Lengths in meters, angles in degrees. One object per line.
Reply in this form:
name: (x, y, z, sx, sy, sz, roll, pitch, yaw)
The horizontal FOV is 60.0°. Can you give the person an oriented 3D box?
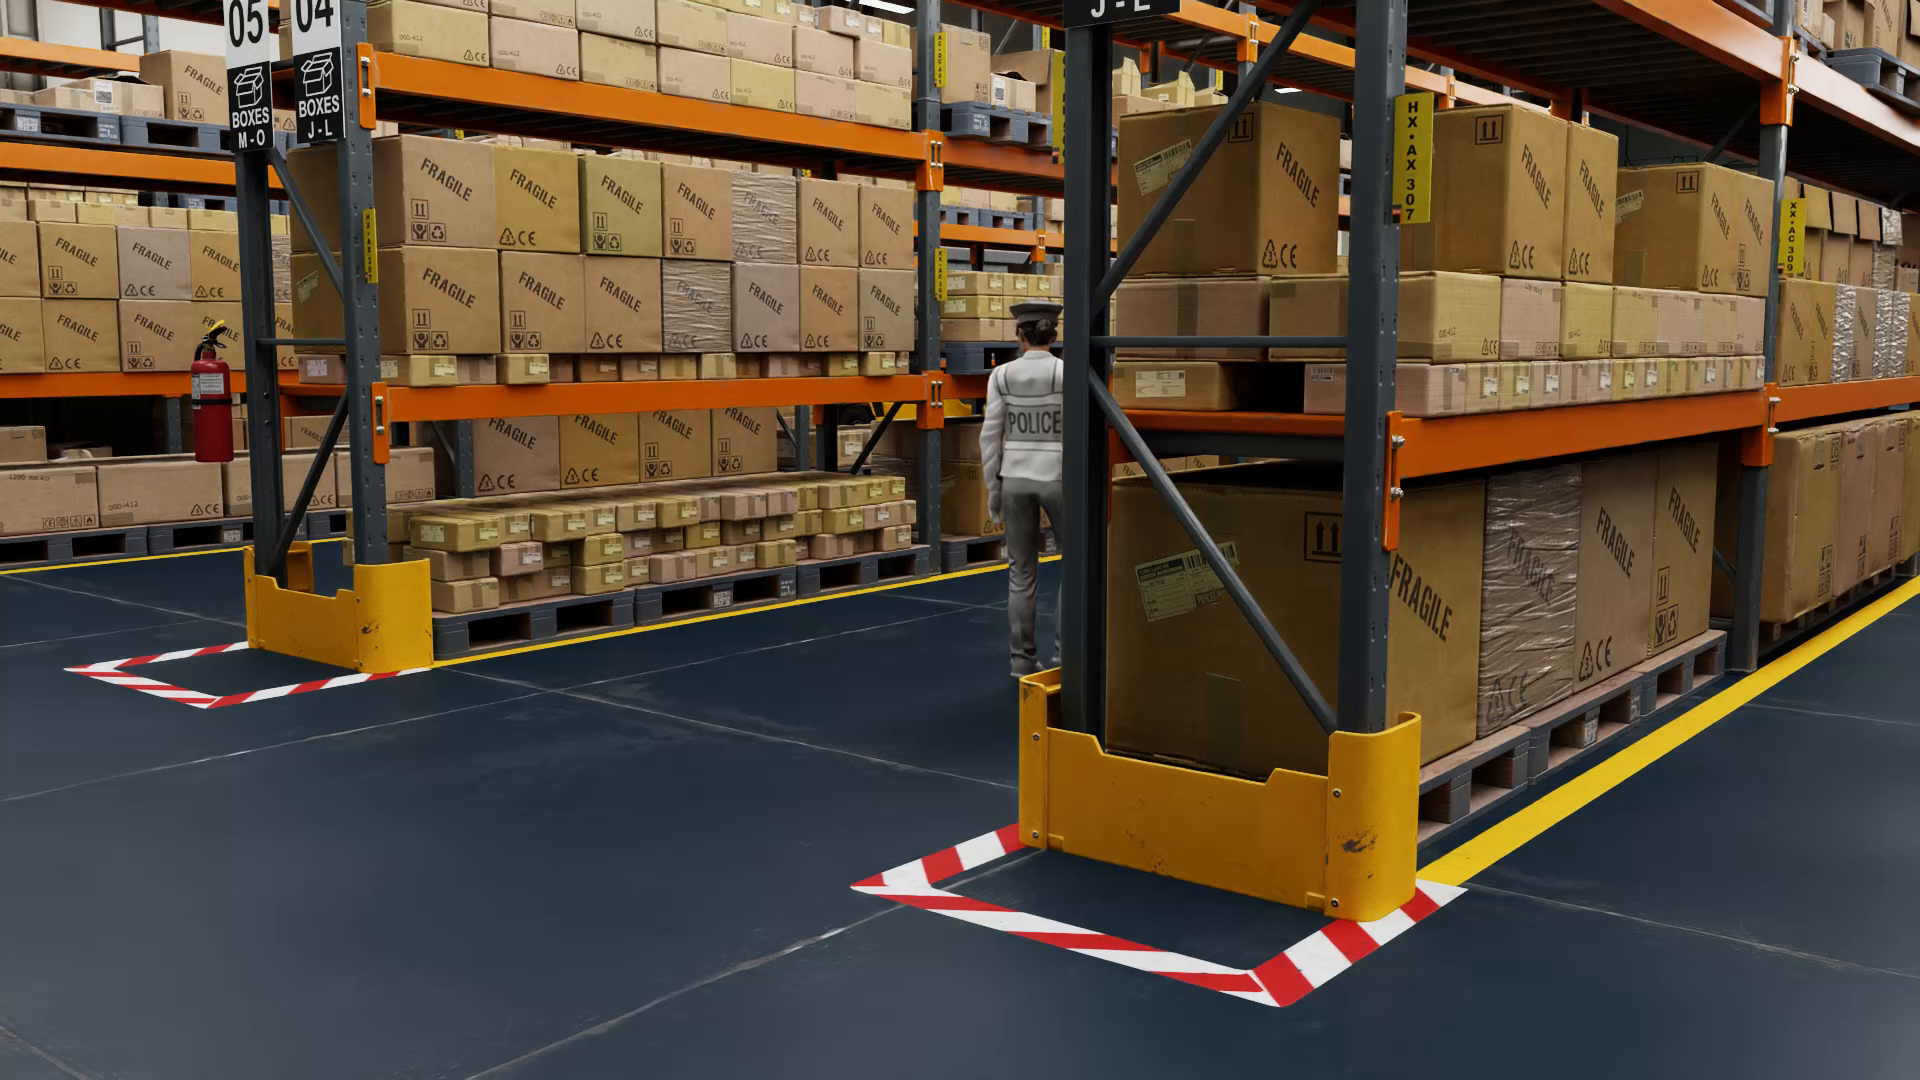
person: (0.351, -0.171, 7.320, 0.516, 1.748, 0.361, 2, 7, 18)
